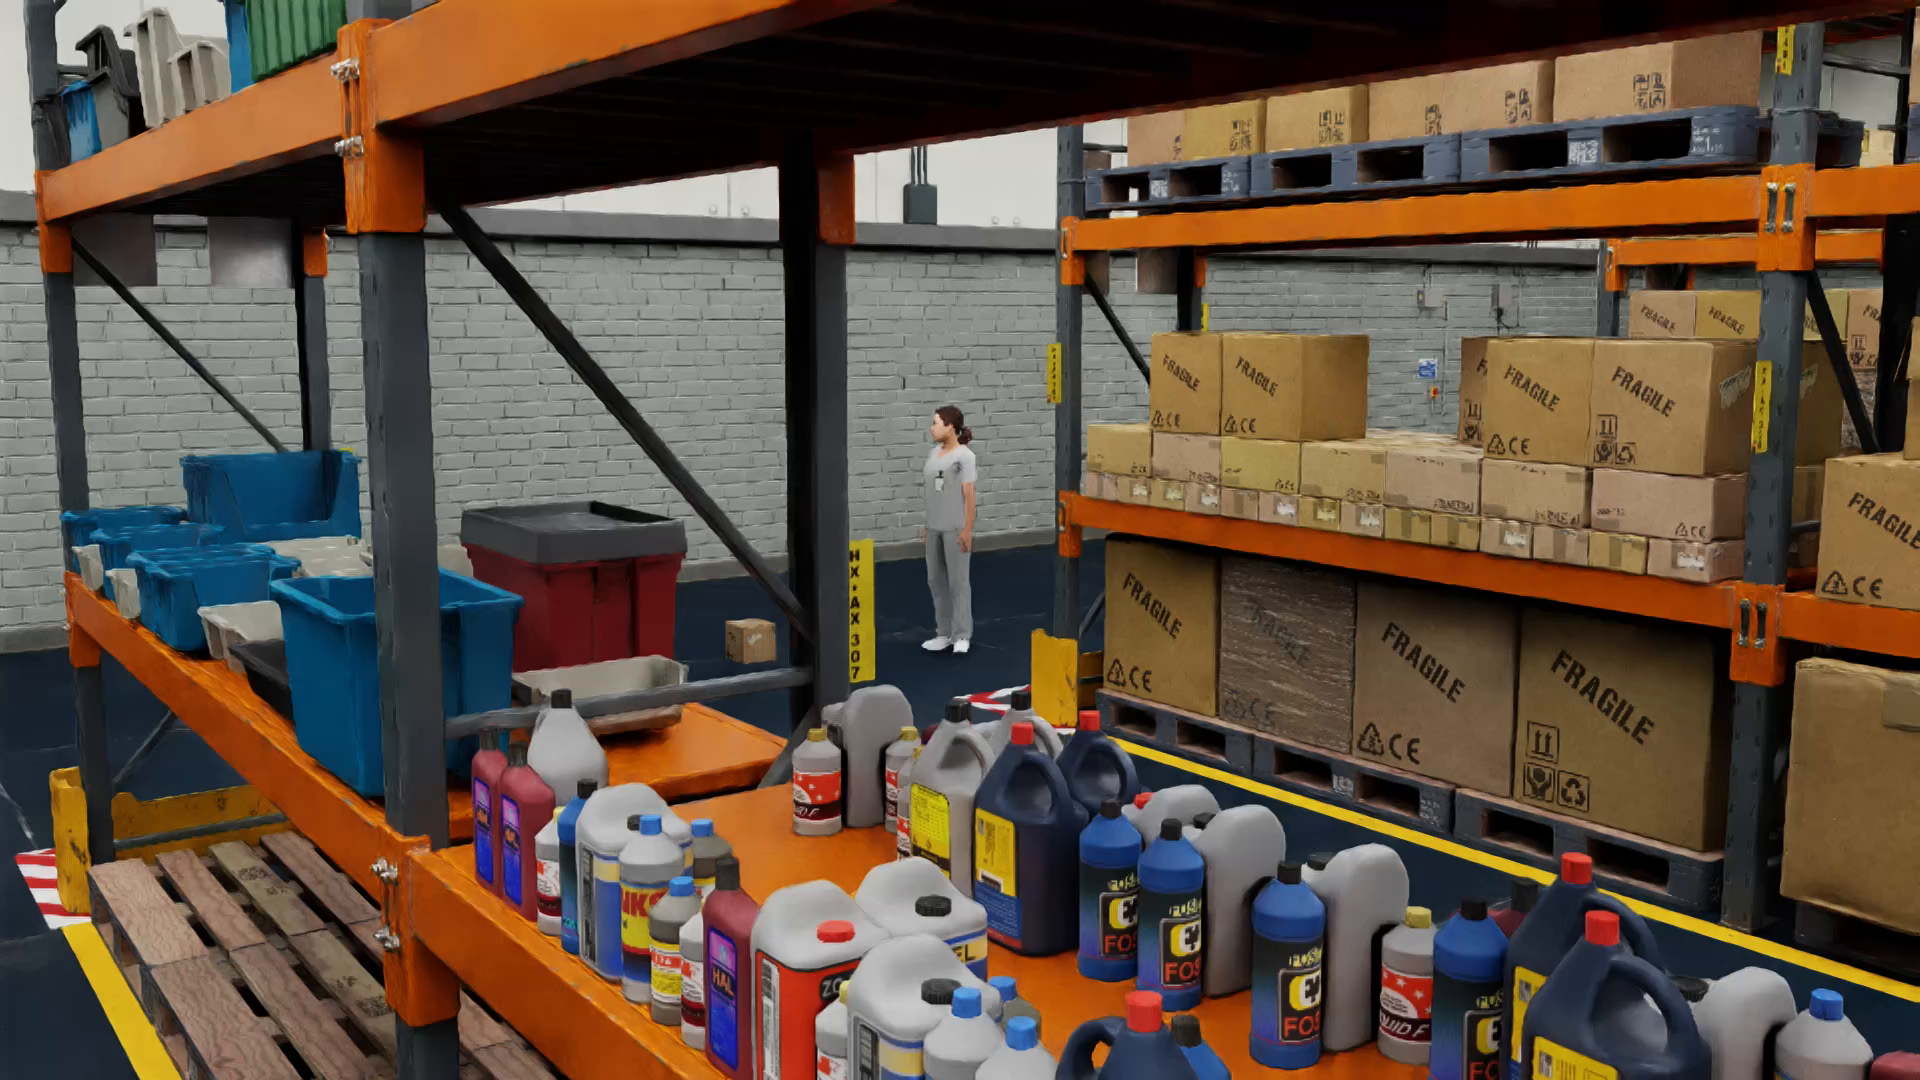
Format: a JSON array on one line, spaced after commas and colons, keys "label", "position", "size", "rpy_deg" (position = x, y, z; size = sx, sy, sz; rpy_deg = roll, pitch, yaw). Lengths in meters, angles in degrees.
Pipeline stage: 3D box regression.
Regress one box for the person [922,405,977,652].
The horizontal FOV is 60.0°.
[{"label": "person", "position": [-0.077, -0.072, 11.269], "size": [0.476, 1.679, 0.360], "rpy_deg": [7, 11, 43]}]
